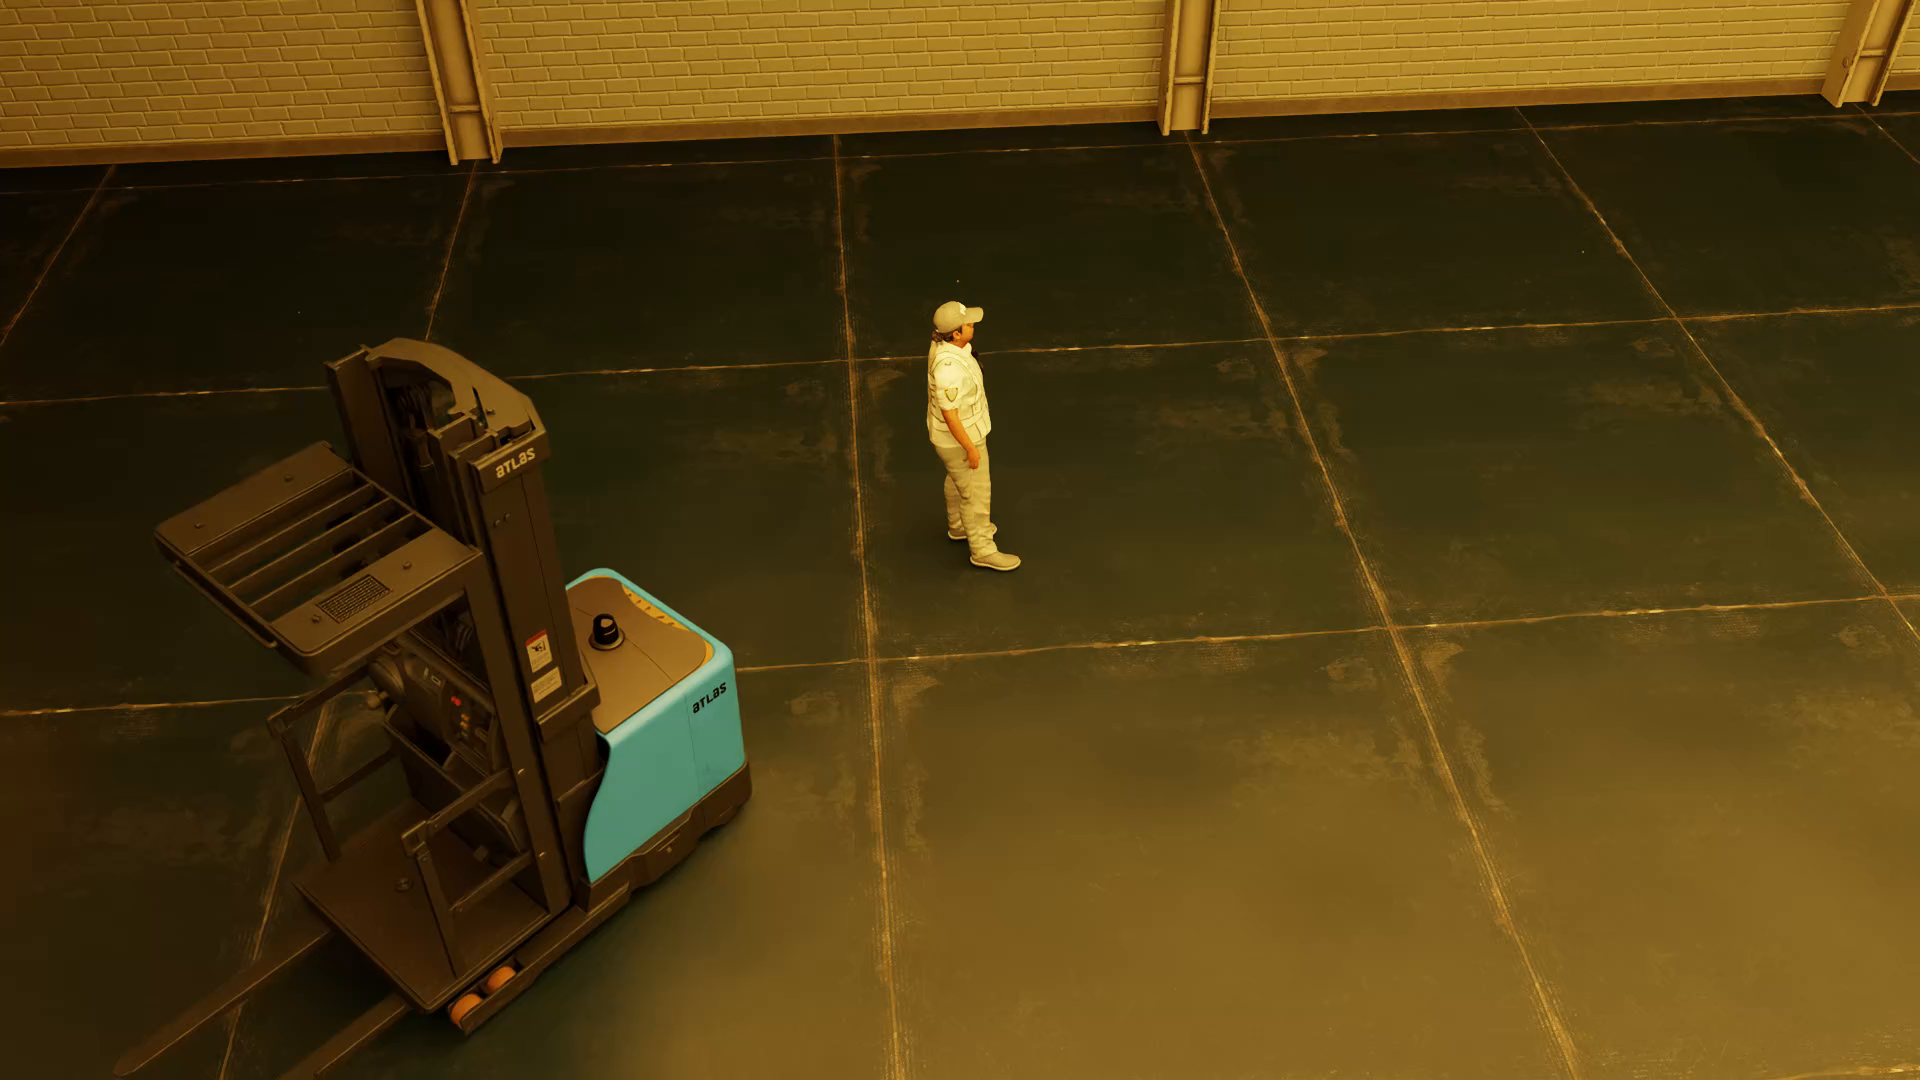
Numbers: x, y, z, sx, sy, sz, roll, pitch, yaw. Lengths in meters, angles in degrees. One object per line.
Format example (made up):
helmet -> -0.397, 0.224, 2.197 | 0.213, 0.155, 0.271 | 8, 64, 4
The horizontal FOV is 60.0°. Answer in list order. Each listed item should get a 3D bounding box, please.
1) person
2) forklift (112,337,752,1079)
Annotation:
person -> 0.078, -0.628, 9.635 | 0.529, 1.670, 0.598 | -3, 41, -4
forklift -> -2.418, 0.745, 7.066 | 1.130, 2.935, 3.031 | 29, 49, 30
